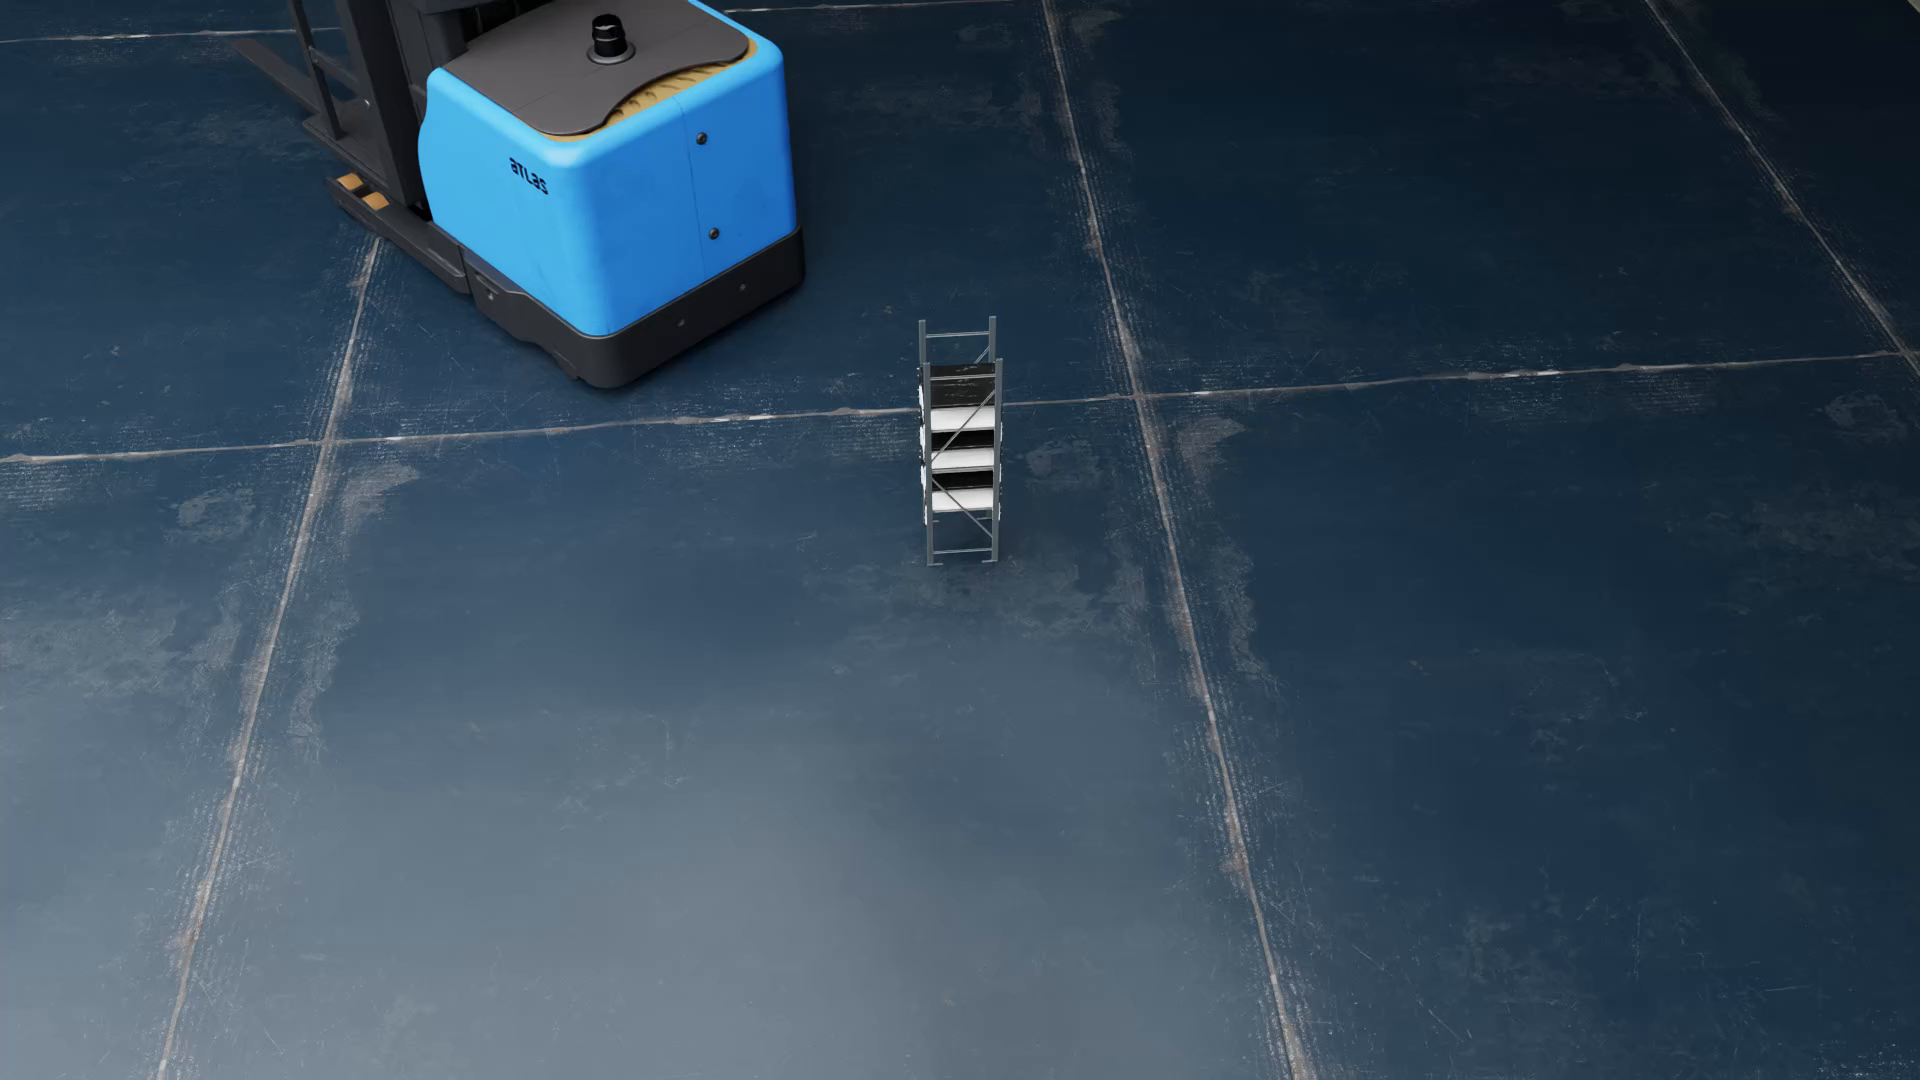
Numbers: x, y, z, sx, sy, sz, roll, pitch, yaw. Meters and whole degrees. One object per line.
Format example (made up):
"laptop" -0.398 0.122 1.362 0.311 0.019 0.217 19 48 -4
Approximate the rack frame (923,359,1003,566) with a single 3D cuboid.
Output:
"rack frame" 0.009 -0.230 5.348 0.240 0.900 0.006 -3 47 -3

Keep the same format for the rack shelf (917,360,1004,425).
"rack shelf" 0.001 -0.466 5.246 0.258 0.077 0.200 -3 47 -3

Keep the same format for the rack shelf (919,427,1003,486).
"rack shelf" 0.001 -0.281 5.442 0.258 0.077 0.200 -3 47 -3

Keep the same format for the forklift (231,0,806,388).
"forklift" -2.020 -2.533 6.130 3.031 2.935 1.130 36 56 29

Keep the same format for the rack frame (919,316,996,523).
"rack frame" -0.008 -0.377 5.487 0.240 0.900 0.006 -3 47 -3

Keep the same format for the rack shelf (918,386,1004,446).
"rack shelf" 0.001 -0.404 5.311 0.258 0.077 0.200 -3 47 -3

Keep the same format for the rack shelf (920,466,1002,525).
"rack shelf" 0.001 -0.157 5.573 0.258 0.077 0.200 -3 47 -3

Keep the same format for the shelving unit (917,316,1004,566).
"shelving unit" 0.001 -0.304 5.418 0.258 0.900 0.210 -3 47 -3

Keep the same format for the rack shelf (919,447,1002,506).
"rack shelf" 0.001 -0.219 5.507 0.258 0.077 0.200 -3 47 -3

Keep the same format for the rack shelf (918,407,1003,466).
"rack shelf" 0.001 -0.343 5.377 0.258 0.077 0.200 -3 47 -3
